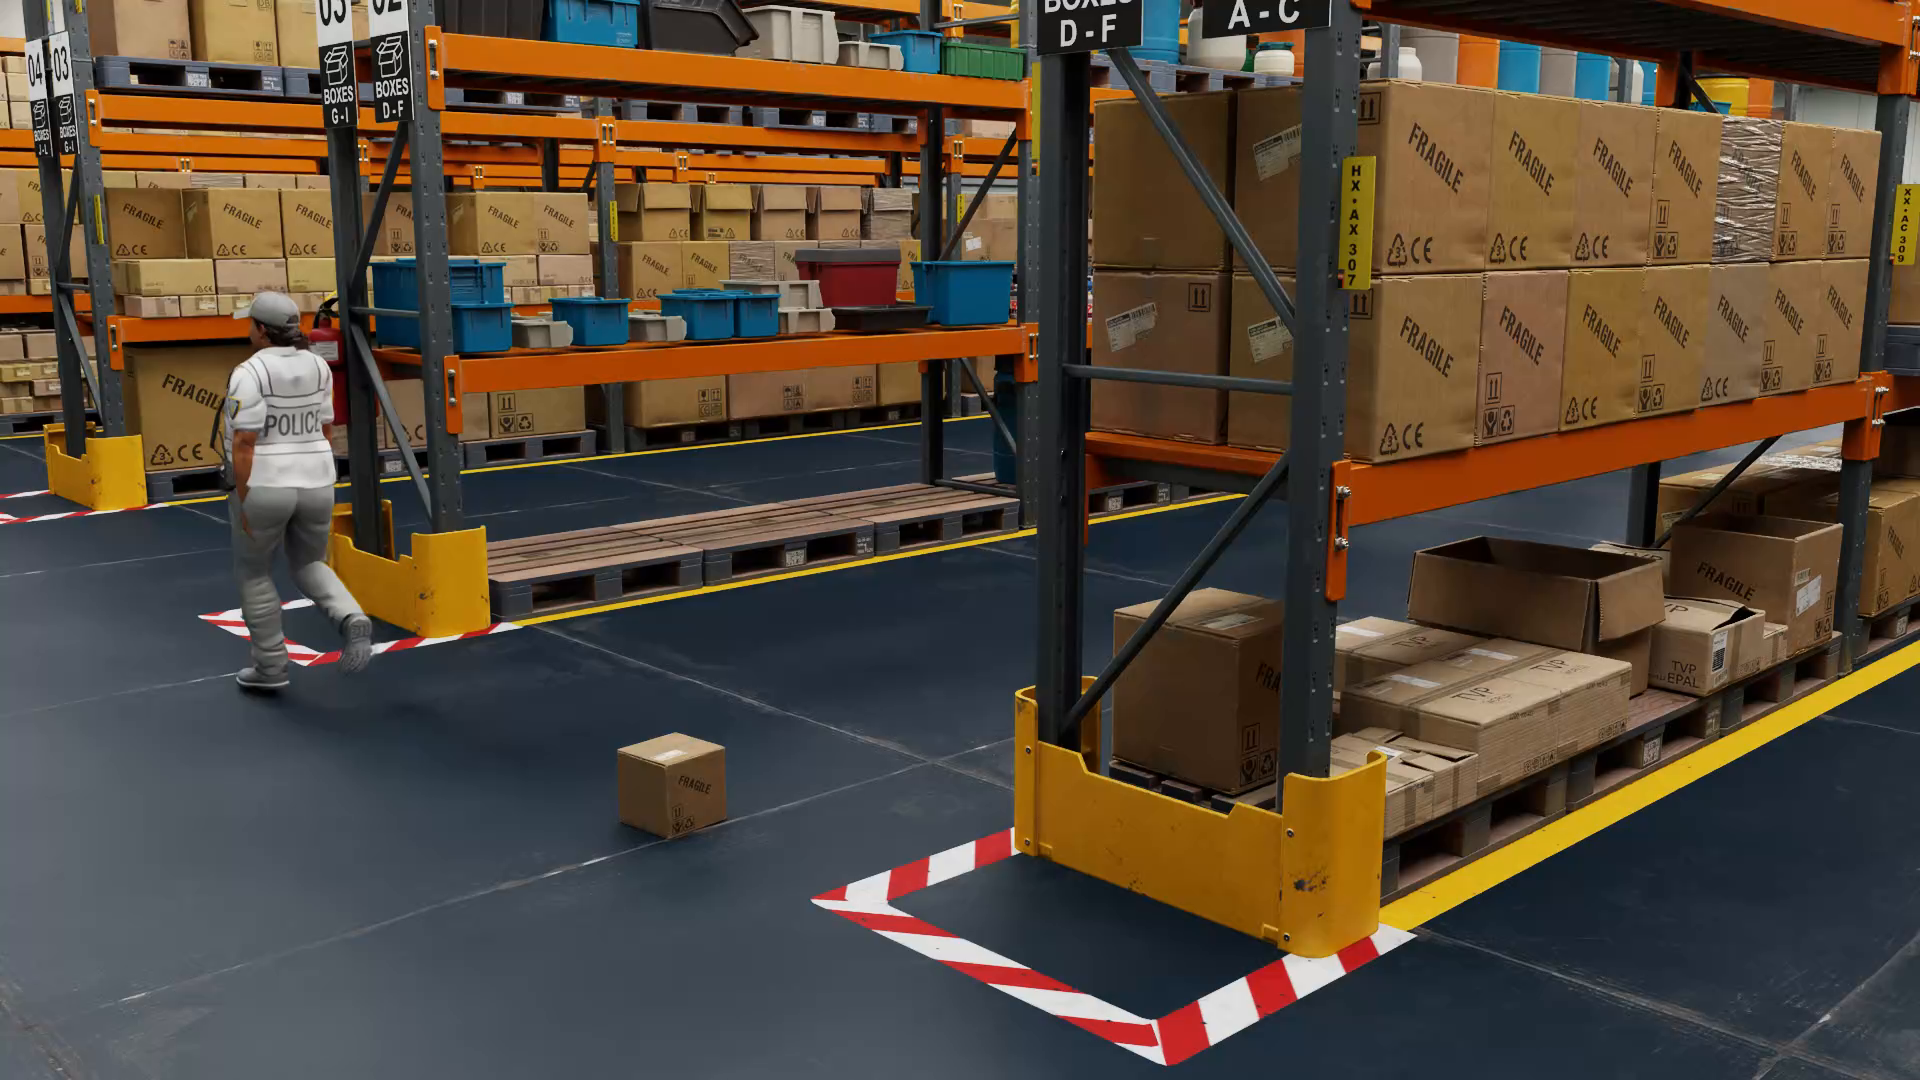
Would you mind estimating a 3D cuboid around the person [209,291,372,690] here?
[{"bbox_3d":[-2.764,-0.190,6.833,0.615,1.648,0.482,7,13,35],"label":"person"}]
